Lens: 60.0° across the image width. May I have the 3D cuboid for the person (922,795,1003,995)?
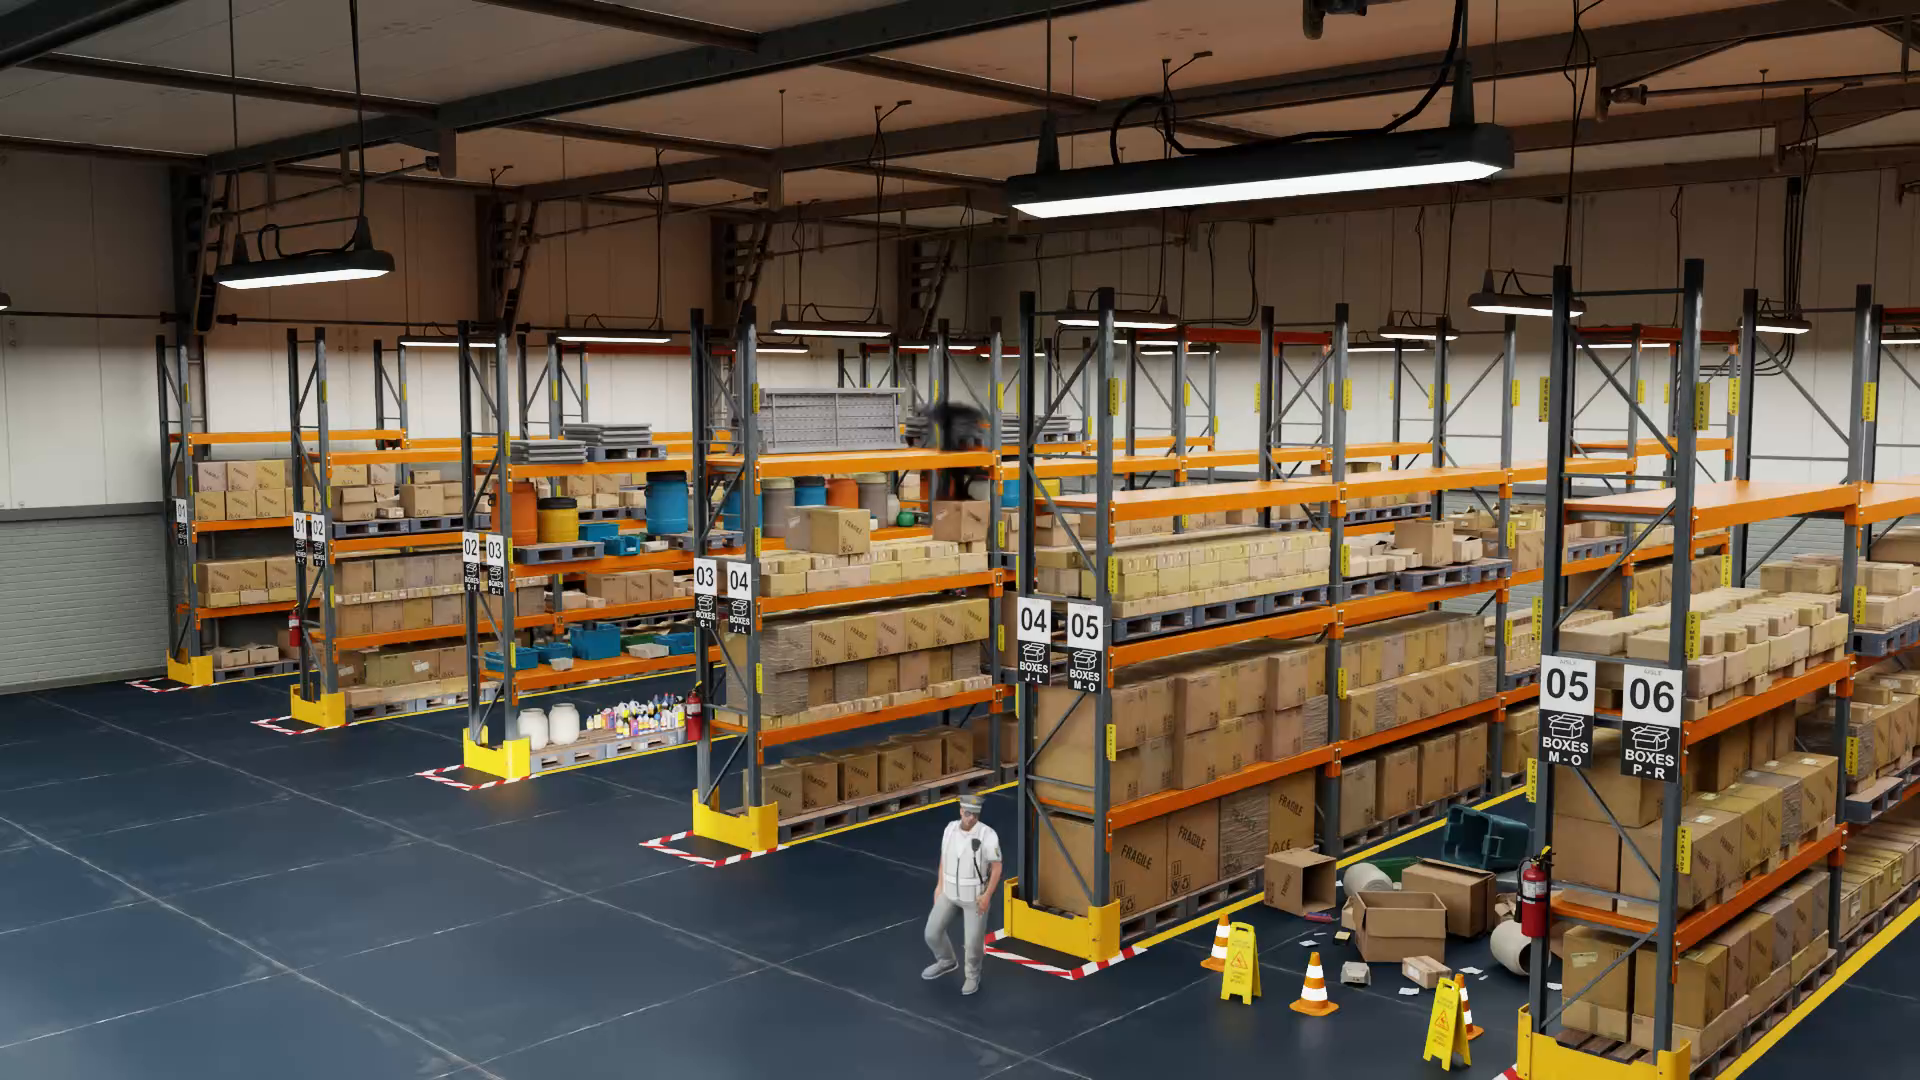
[{"bbox_3d":[-0.011,2.999,14.066,0.782,1.751,0.613,2,6,22],"label":"person"}]

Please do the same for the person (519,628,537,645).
[{"bbox_3d":[-7.801,1.499,30.106,0.898,1.741,0.565,-5,7,-40],"label":"person"}]
